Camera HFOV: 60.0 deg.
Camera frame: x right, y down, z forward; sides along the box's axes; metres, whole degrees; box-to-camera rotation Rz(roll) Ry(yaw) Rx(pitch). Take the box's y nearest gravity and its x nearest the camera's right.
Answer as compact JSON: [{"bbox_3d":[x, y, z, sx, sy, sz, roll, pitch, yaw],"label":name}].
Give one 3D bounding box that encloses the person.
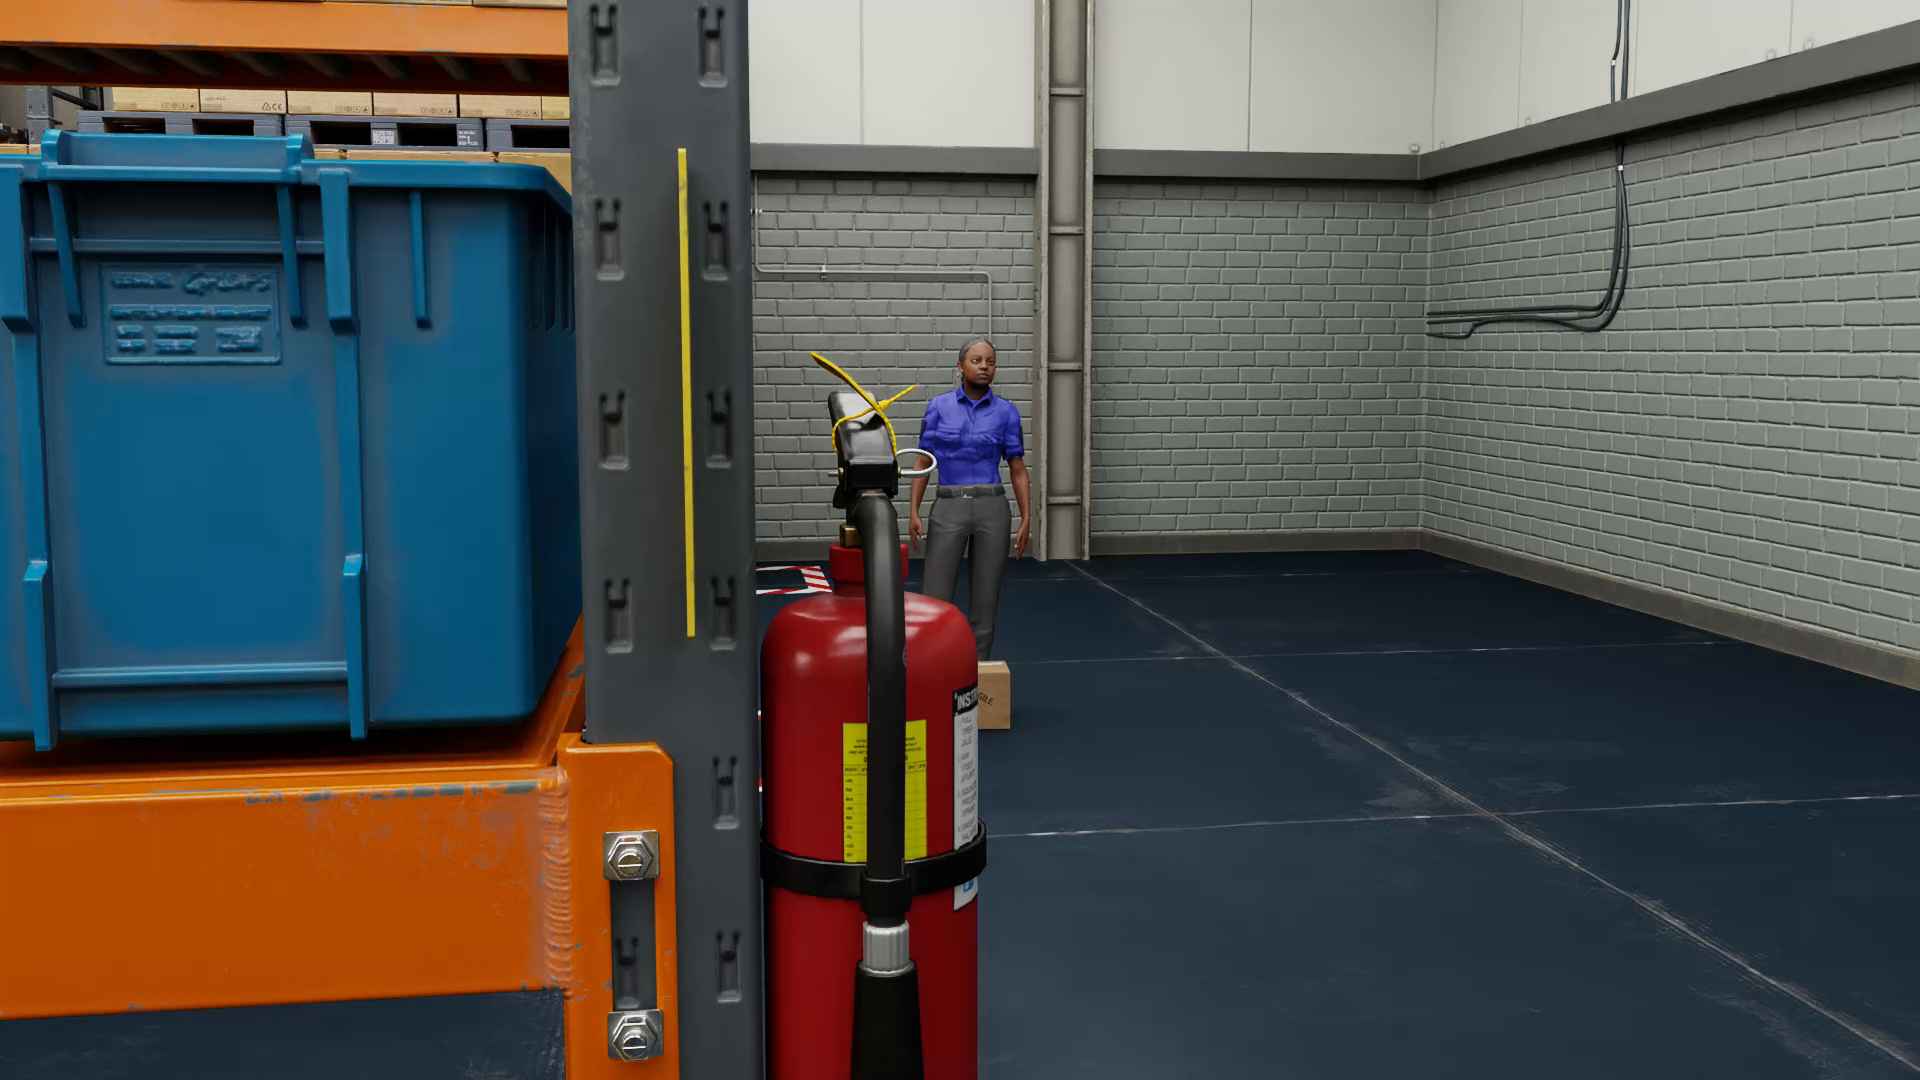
[{"bbox_3d":[0.033,-0.057,7.283,0.570,1.656,0.503,0,7,-3],"label":"person"}]
